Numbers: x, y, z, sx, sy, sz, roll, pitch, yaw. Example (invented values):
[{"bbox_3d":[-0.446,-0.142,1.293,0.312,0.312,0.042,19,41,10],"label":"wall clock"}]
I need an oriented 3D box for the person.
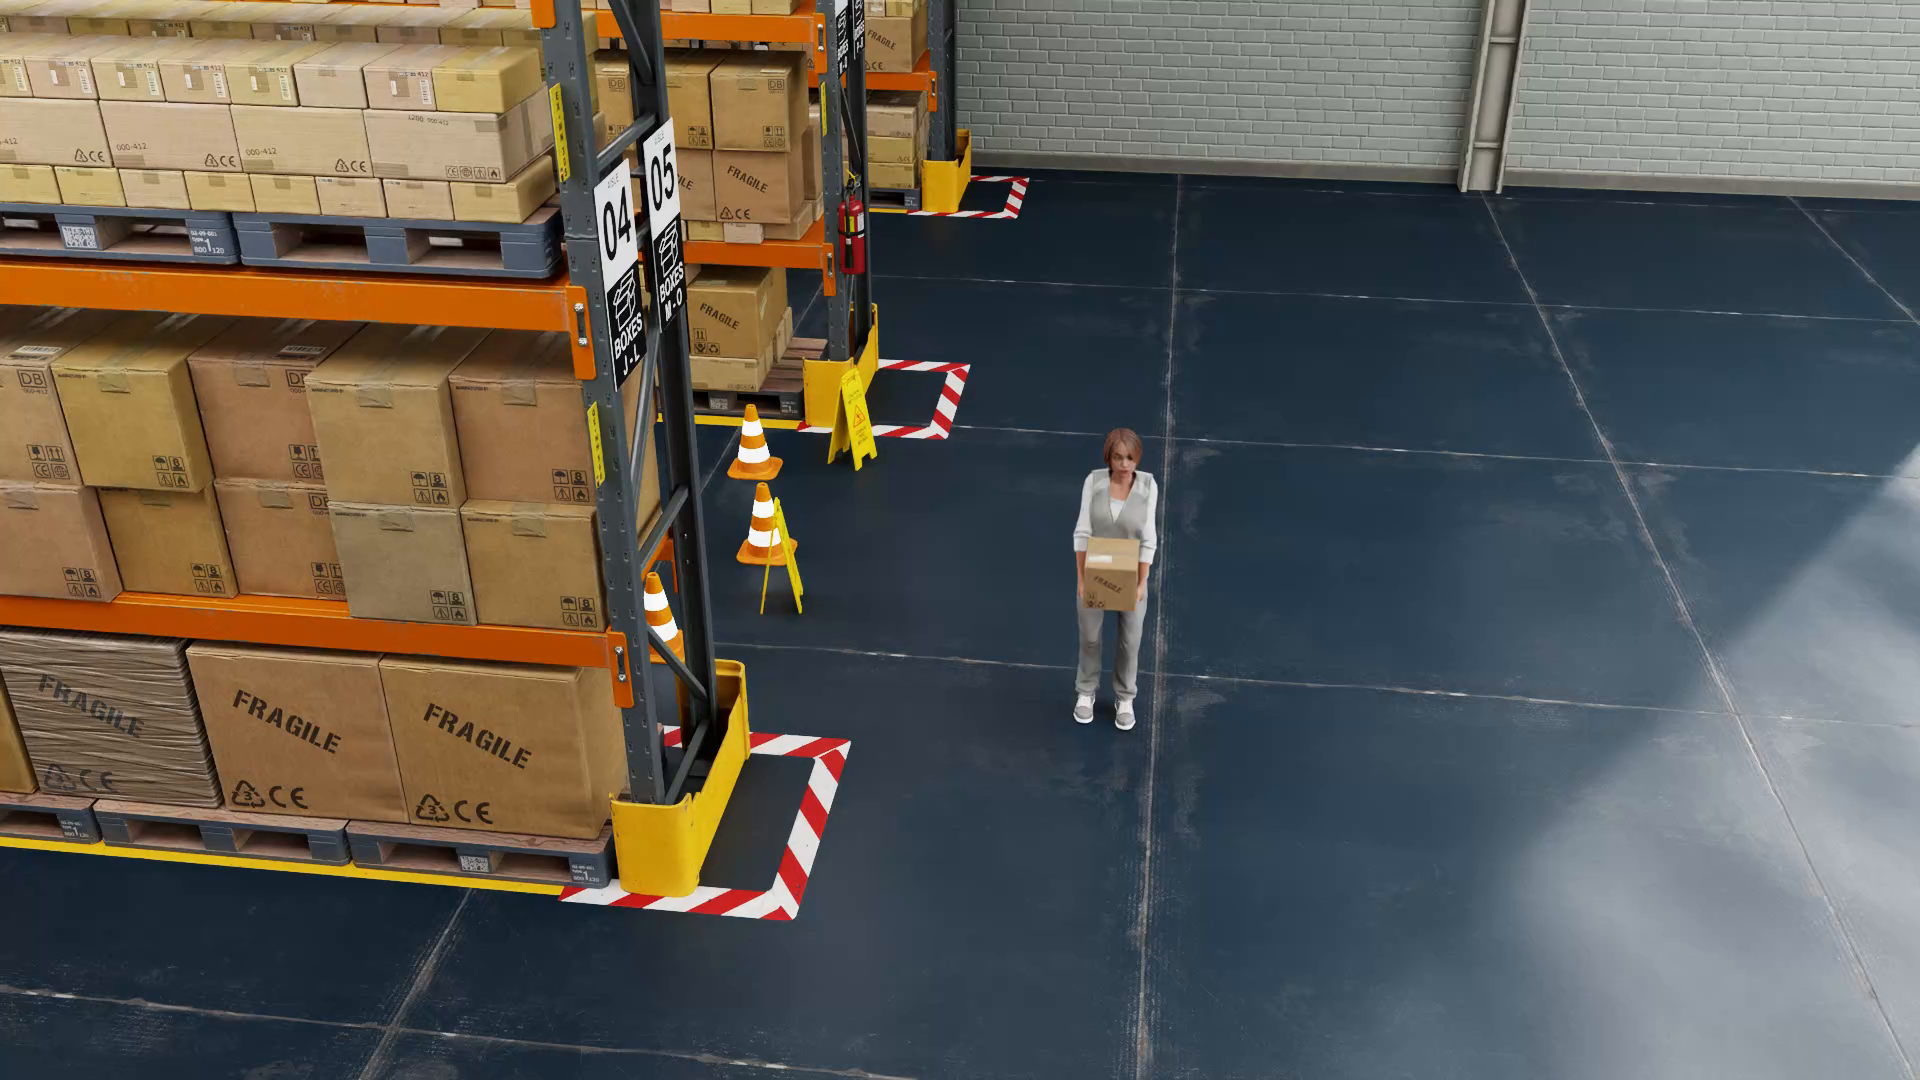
[{"bbox_3d":[0.755,0.228,8.225,0.405,1.595,0.489,4,29,7],"label":"person"}]
